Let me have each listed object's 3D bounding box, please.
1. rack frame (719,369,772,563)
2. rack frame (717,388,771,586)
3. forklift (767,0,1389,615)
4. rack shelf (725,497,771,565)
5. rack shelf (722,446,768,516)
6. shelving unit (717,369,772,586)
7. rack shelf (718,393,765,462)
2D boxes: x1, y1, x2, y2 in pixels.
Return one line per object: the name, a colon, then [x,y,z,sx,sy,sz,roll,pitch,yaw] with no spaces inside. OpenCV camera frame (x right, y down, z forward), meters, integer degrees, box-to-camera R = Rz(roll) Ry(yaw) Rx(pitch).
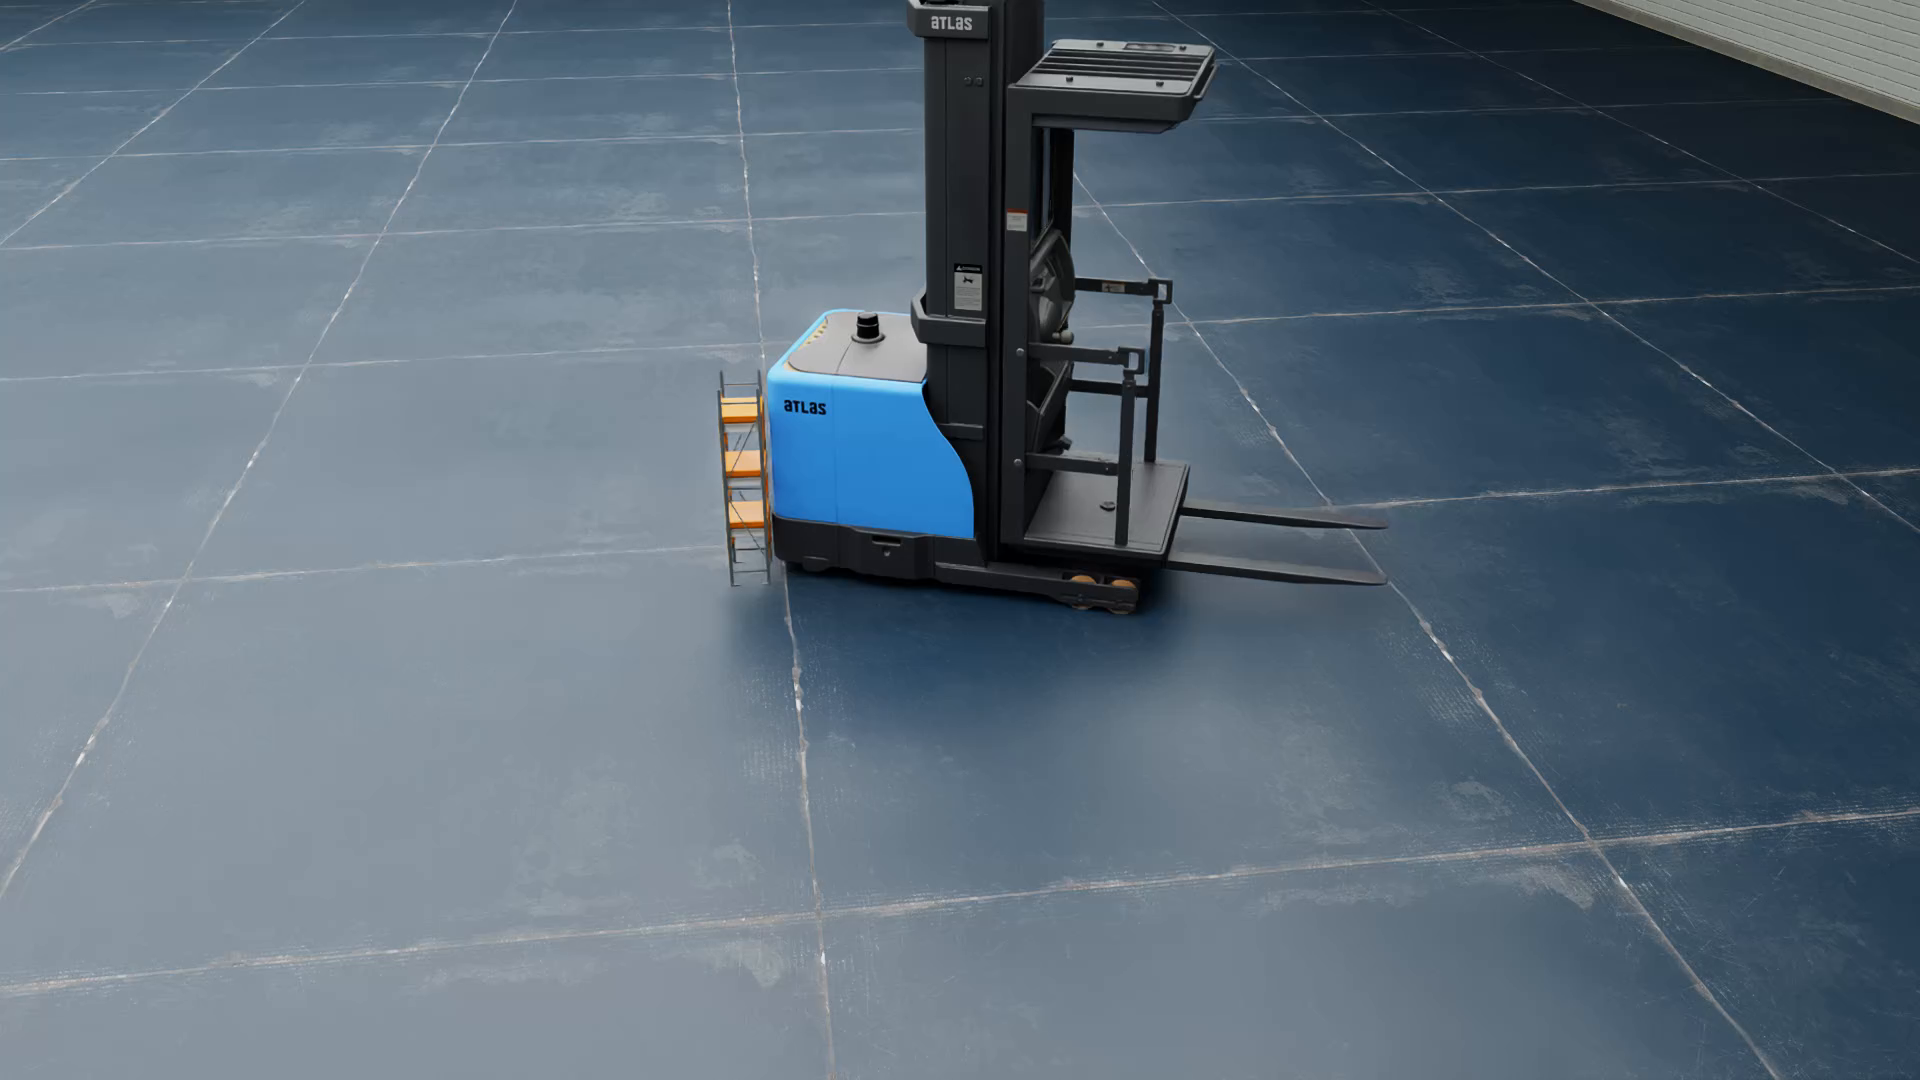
rack frame: [-1.066,-0.355,8.292,0.200,1.050,0.008,-2,27,-4]
rack frame: [-1.045,-0.244,8.076,0.200,1.050,0.008,-2,27,-4]
forklift: [0.627,-1.211,7.899,3.031,2.935,1.130,6,28,12]
rack shelf: [-1.055,-0.043,8.316,0.215,0.259,0.240,-2,27,-4]
rack shelf: [-1.055,-0.290,8.189,0.215,0.259,0.240,-2,27,-4]
shelving unit: [-1.055,-0.300,8.184,0.215,1.050,0.252,-2,27,-4]
rack shelf: [-1.055,-0.543,8.059,0.215,0.259,0.240,-2,27,-4]
